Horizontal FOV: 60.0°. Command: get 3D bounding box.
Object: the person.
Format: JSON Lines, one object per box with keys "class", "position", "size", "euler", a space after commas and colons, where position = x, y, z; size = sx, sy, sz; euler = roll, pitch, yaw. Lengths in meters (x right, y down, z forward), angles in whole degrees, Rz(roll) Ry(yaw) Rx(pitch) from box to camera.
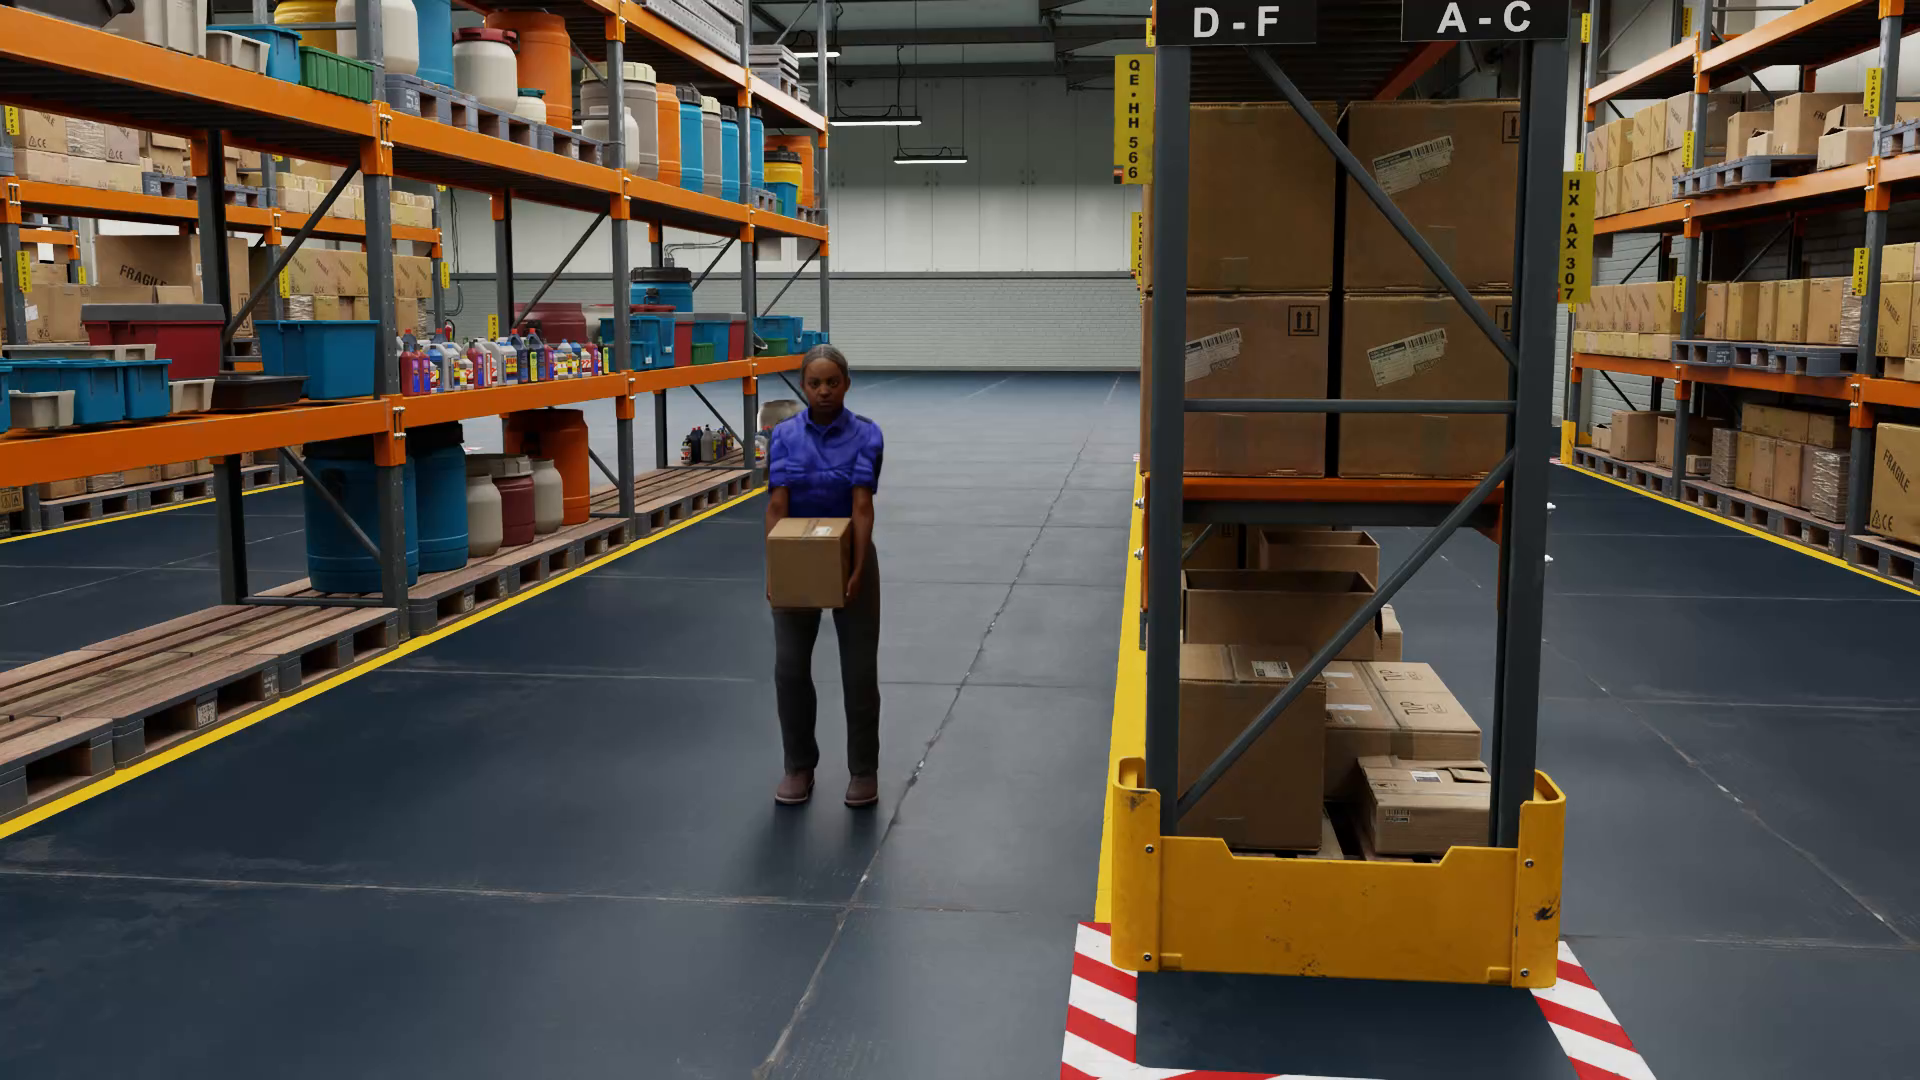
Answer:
{"class": "person", "position": [-0.479, 0.135, 5.901], "size": [0.412, 1.647, 0.530], "euler": [1, 8, 5]}
